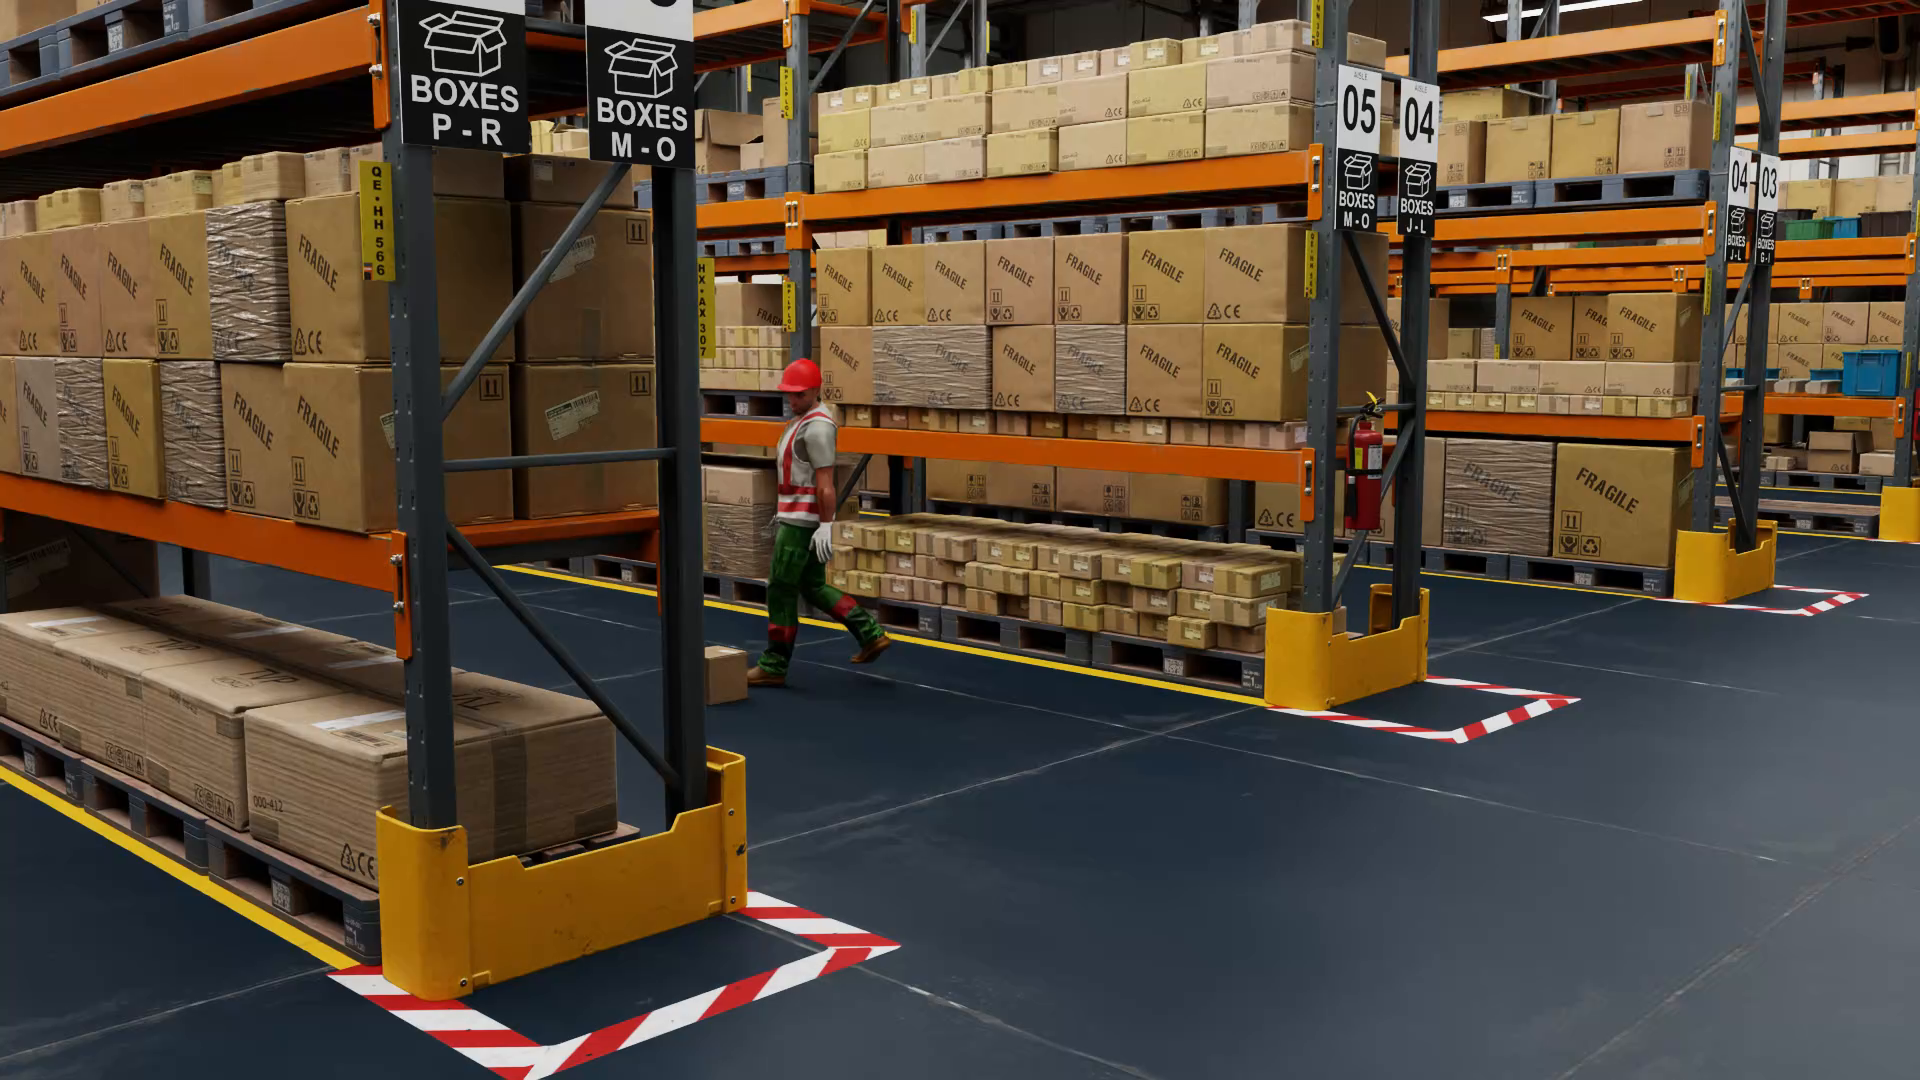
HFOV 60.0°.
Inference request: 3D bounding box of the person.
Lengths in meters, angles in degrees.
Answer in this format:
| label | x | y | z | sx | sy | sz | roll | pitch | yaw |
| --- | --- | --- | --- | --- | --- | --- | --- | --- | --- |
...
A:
| label | x | y | z | sx | sy | sz | roll | pitch | yaw |
| --- | --- | --- | --- | --- | --- | --- | --- | --- | --- |
| person | -0.812 | -0.095 | 8.958 | 0.880 | 1.763 | 0.602 | 0 | 7 | -4 |
